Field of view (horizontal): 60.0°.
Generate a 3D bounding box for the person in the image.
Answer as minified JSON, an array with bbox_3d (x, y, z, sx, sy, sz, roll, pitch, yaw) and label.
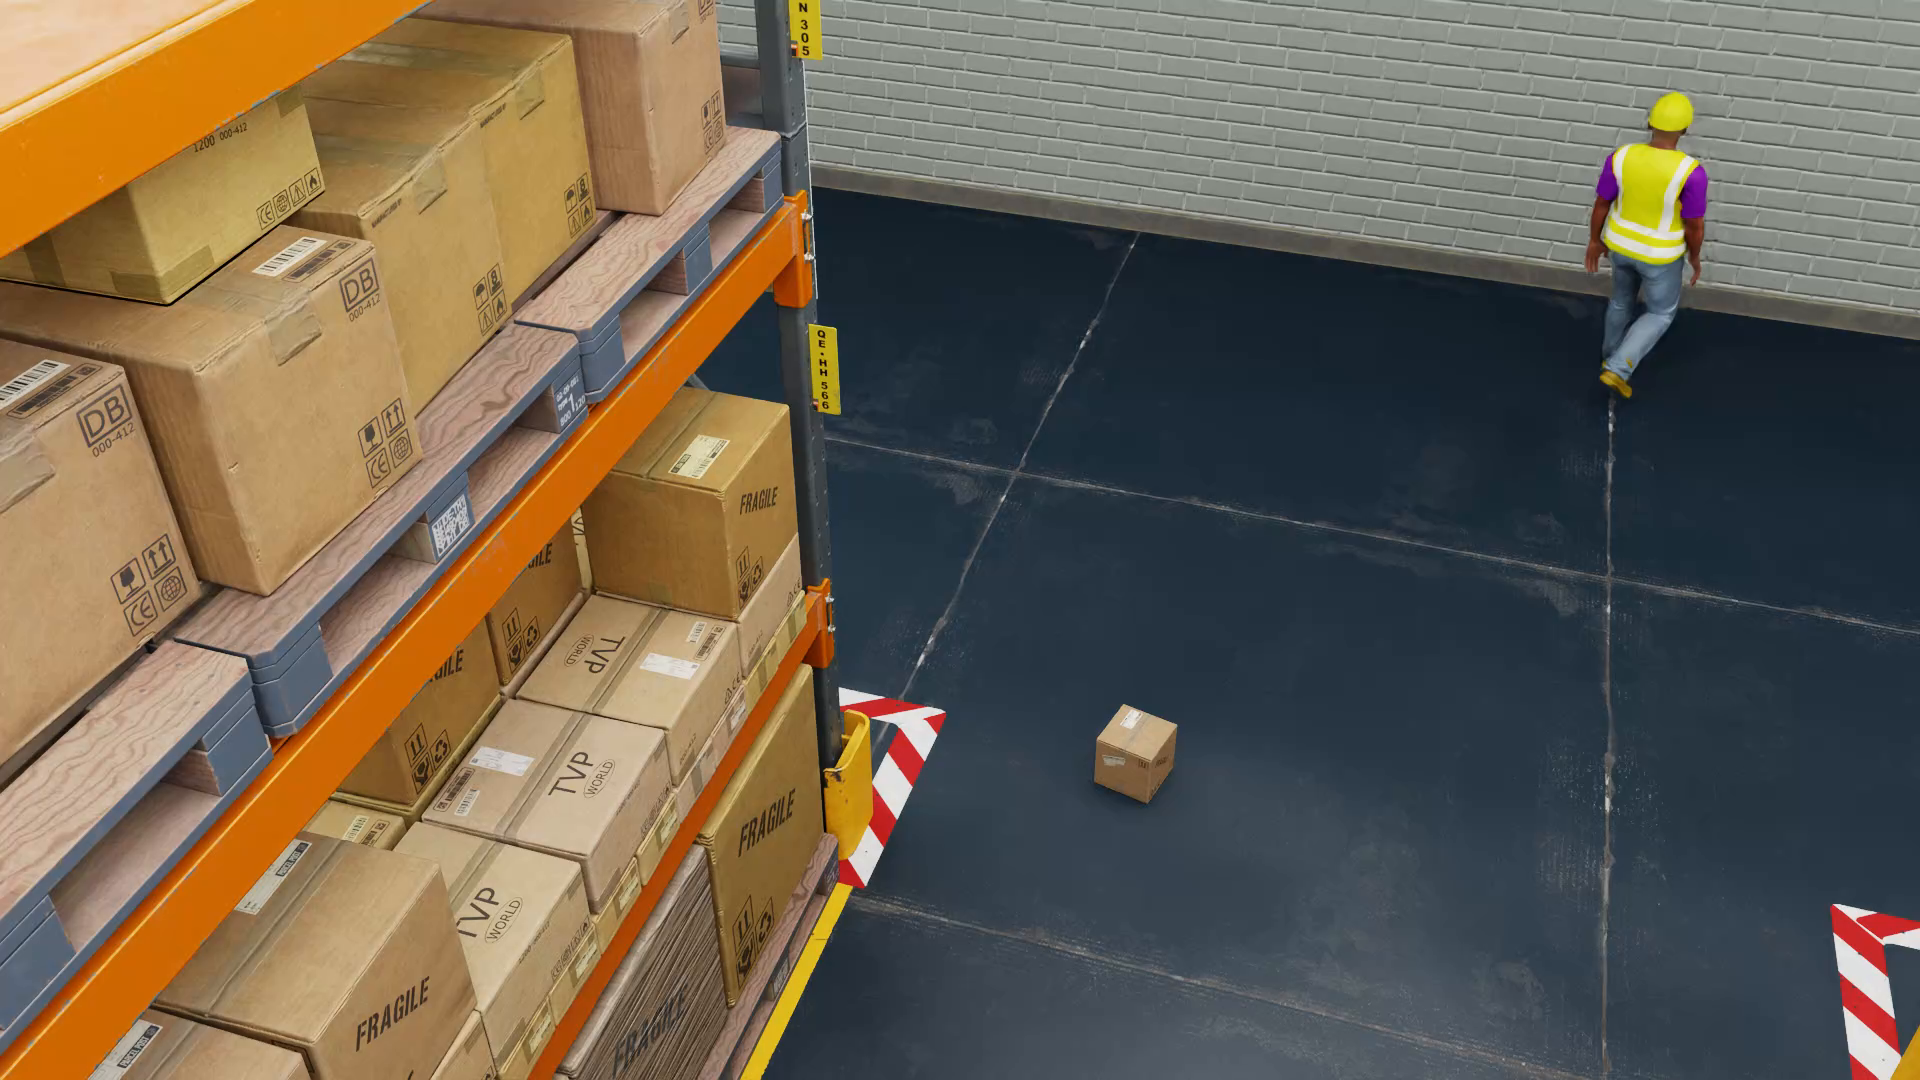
[{"bbox_3d":[3.723,-1.594,8.987,0.806,1.741,0.585,-28,45,-32],"label":"person"}]
